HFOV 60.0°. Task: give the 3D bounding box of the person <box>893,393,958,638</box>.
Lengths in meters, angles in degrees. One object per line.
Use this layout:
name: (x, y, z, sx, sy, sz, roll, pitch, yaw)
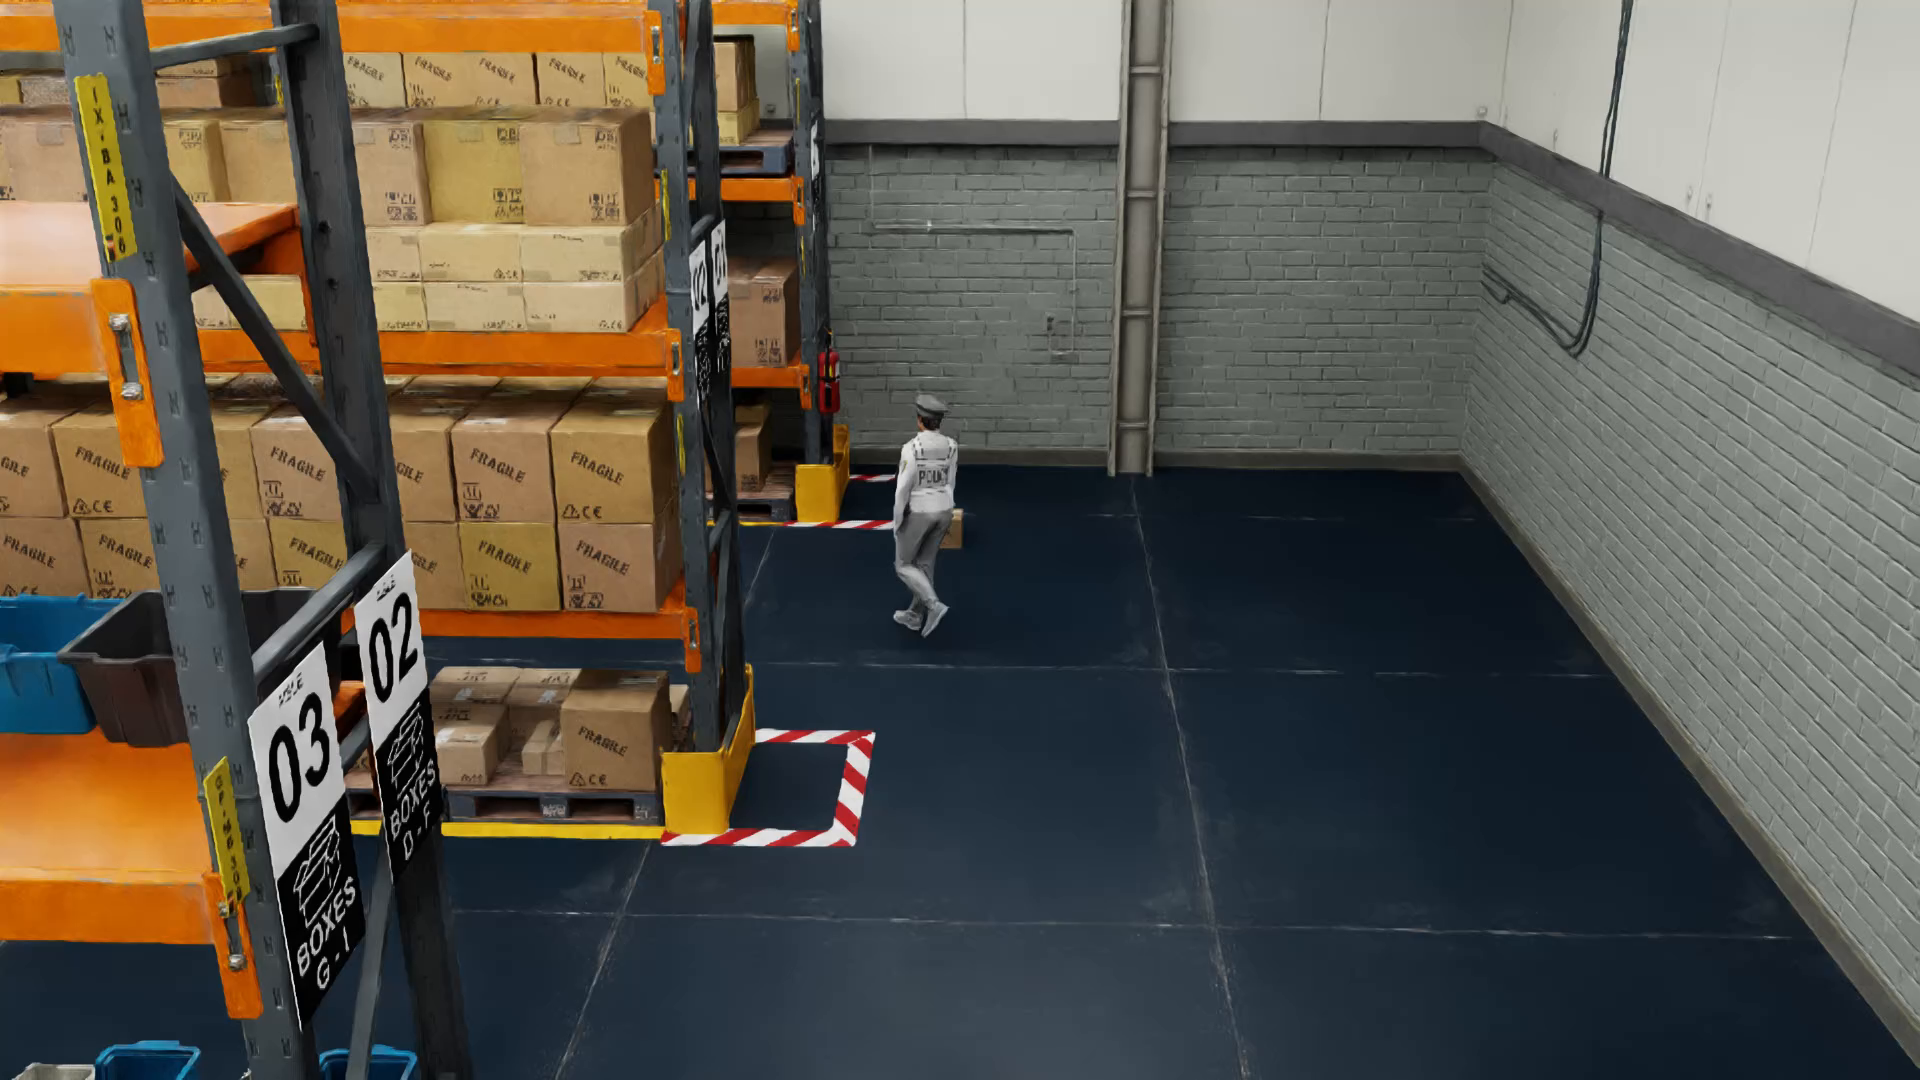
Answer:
person: (-0.203, -0.149, 11.429, 0.513, 1.640, 0.590, -14, 25, -32)
